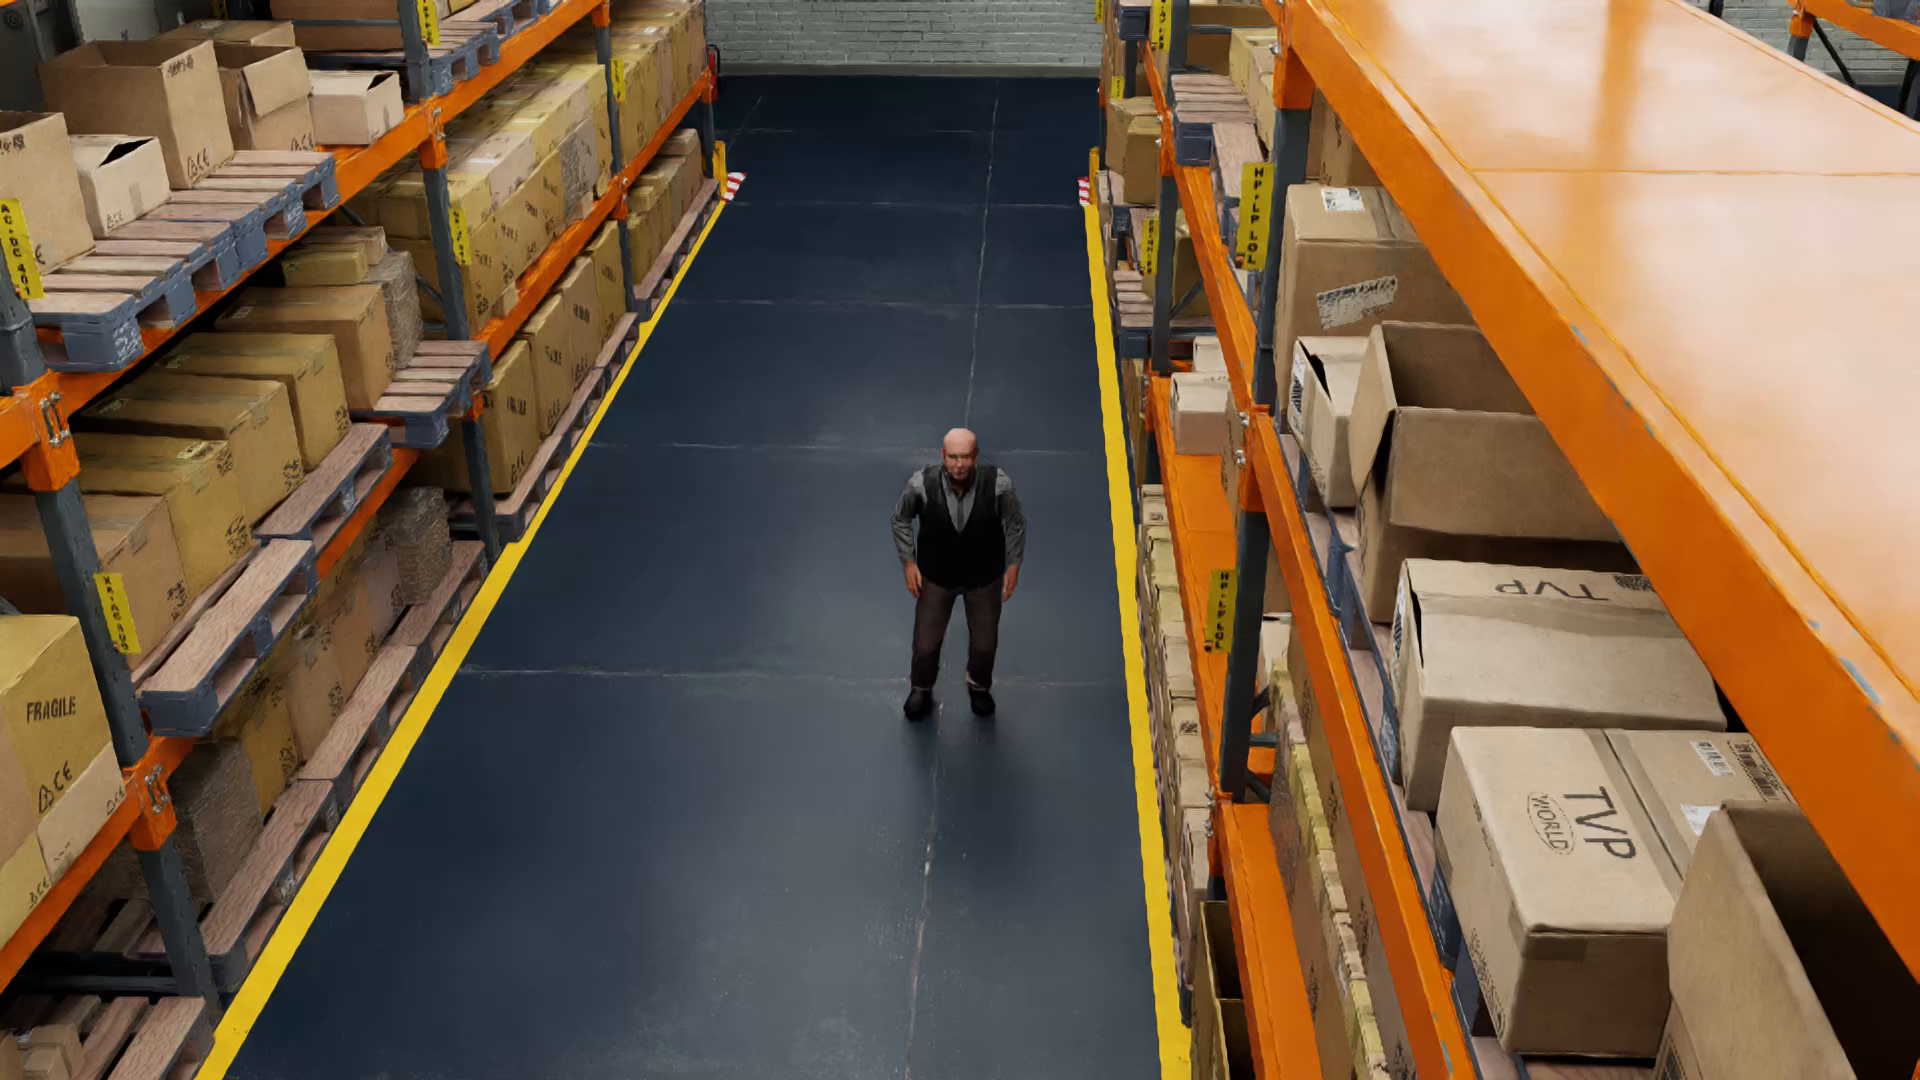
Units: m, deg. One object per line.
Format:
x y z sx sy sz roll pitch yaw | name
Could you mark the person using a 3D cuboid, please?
-0.005 0.163 8.377 0.673 1.682 0.509 0 28 0 | person
